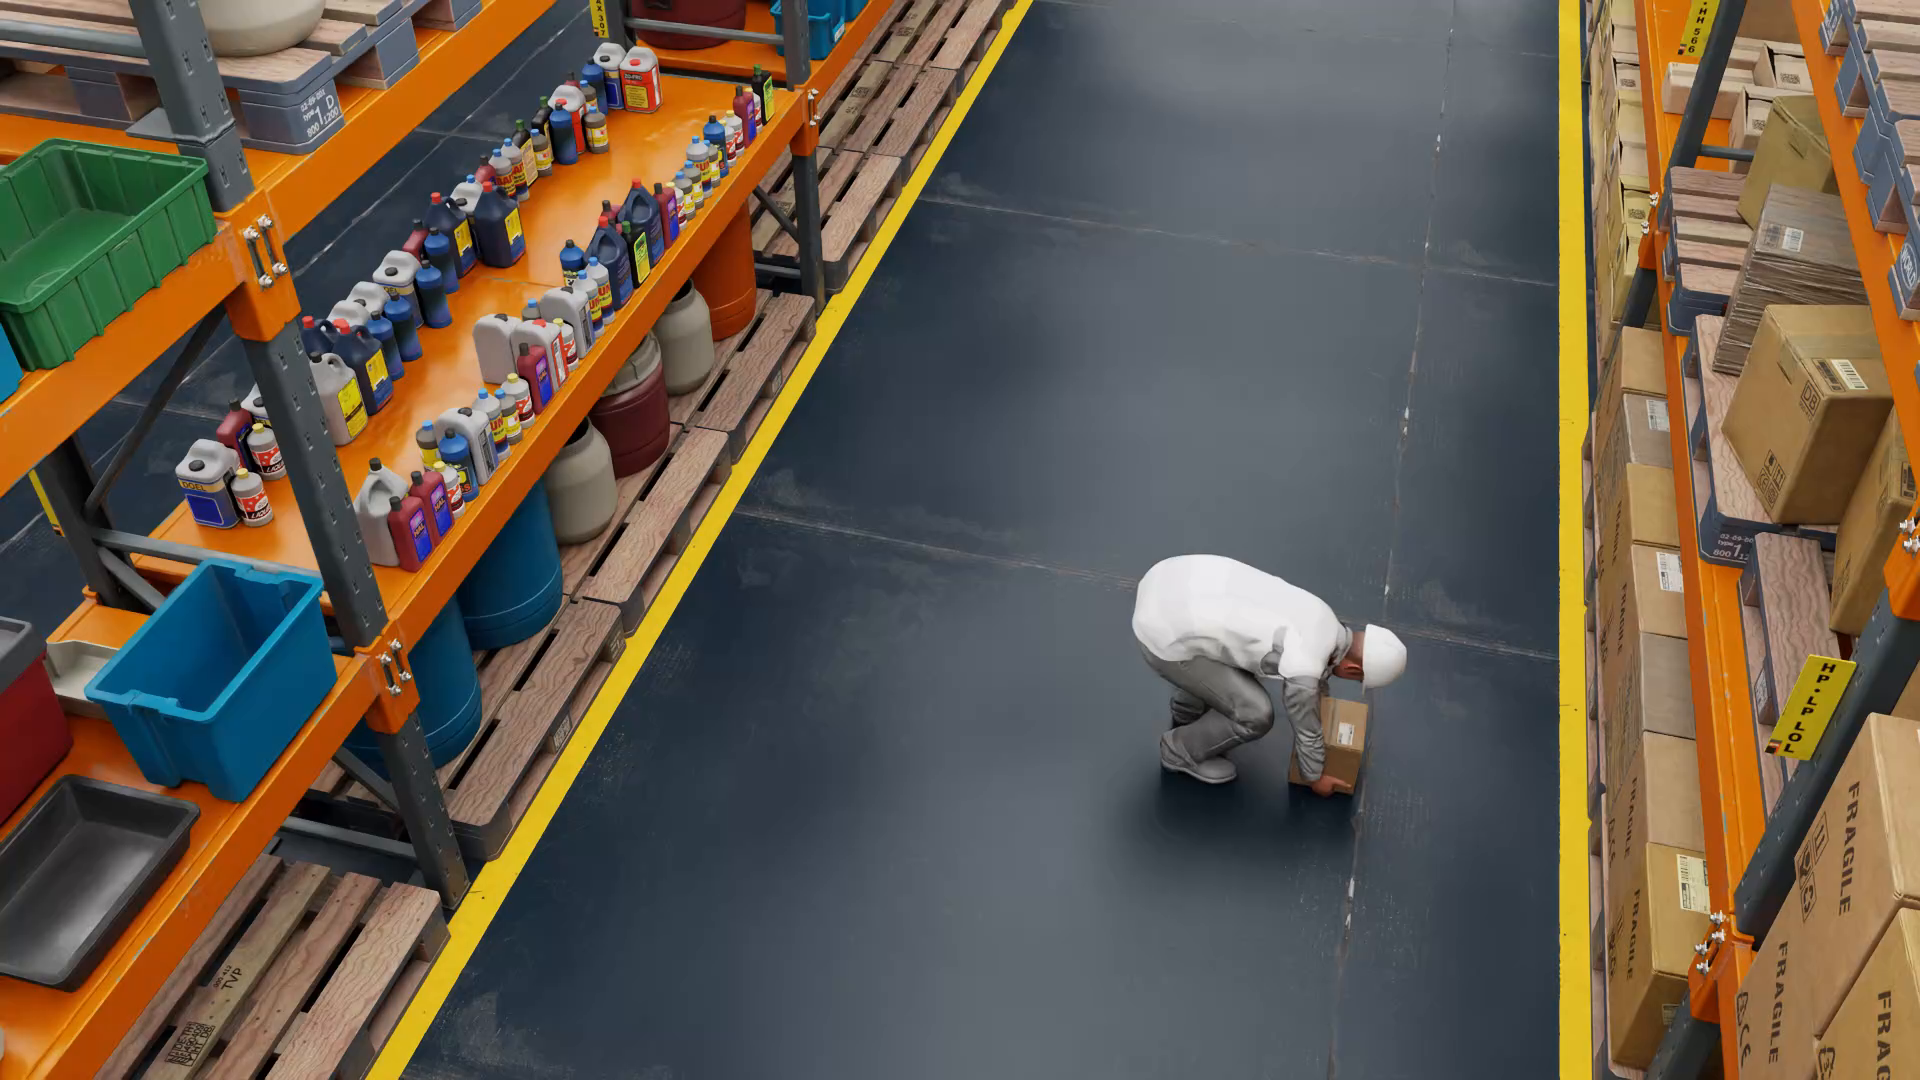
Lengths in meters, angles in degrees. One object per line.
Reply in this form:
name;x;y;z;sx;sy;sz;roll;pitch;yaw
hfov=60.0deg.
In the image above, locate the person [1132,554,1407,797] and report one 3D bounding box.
person;1.137;0.491;6.236;1.001;0.916;0.519;8;41;9
